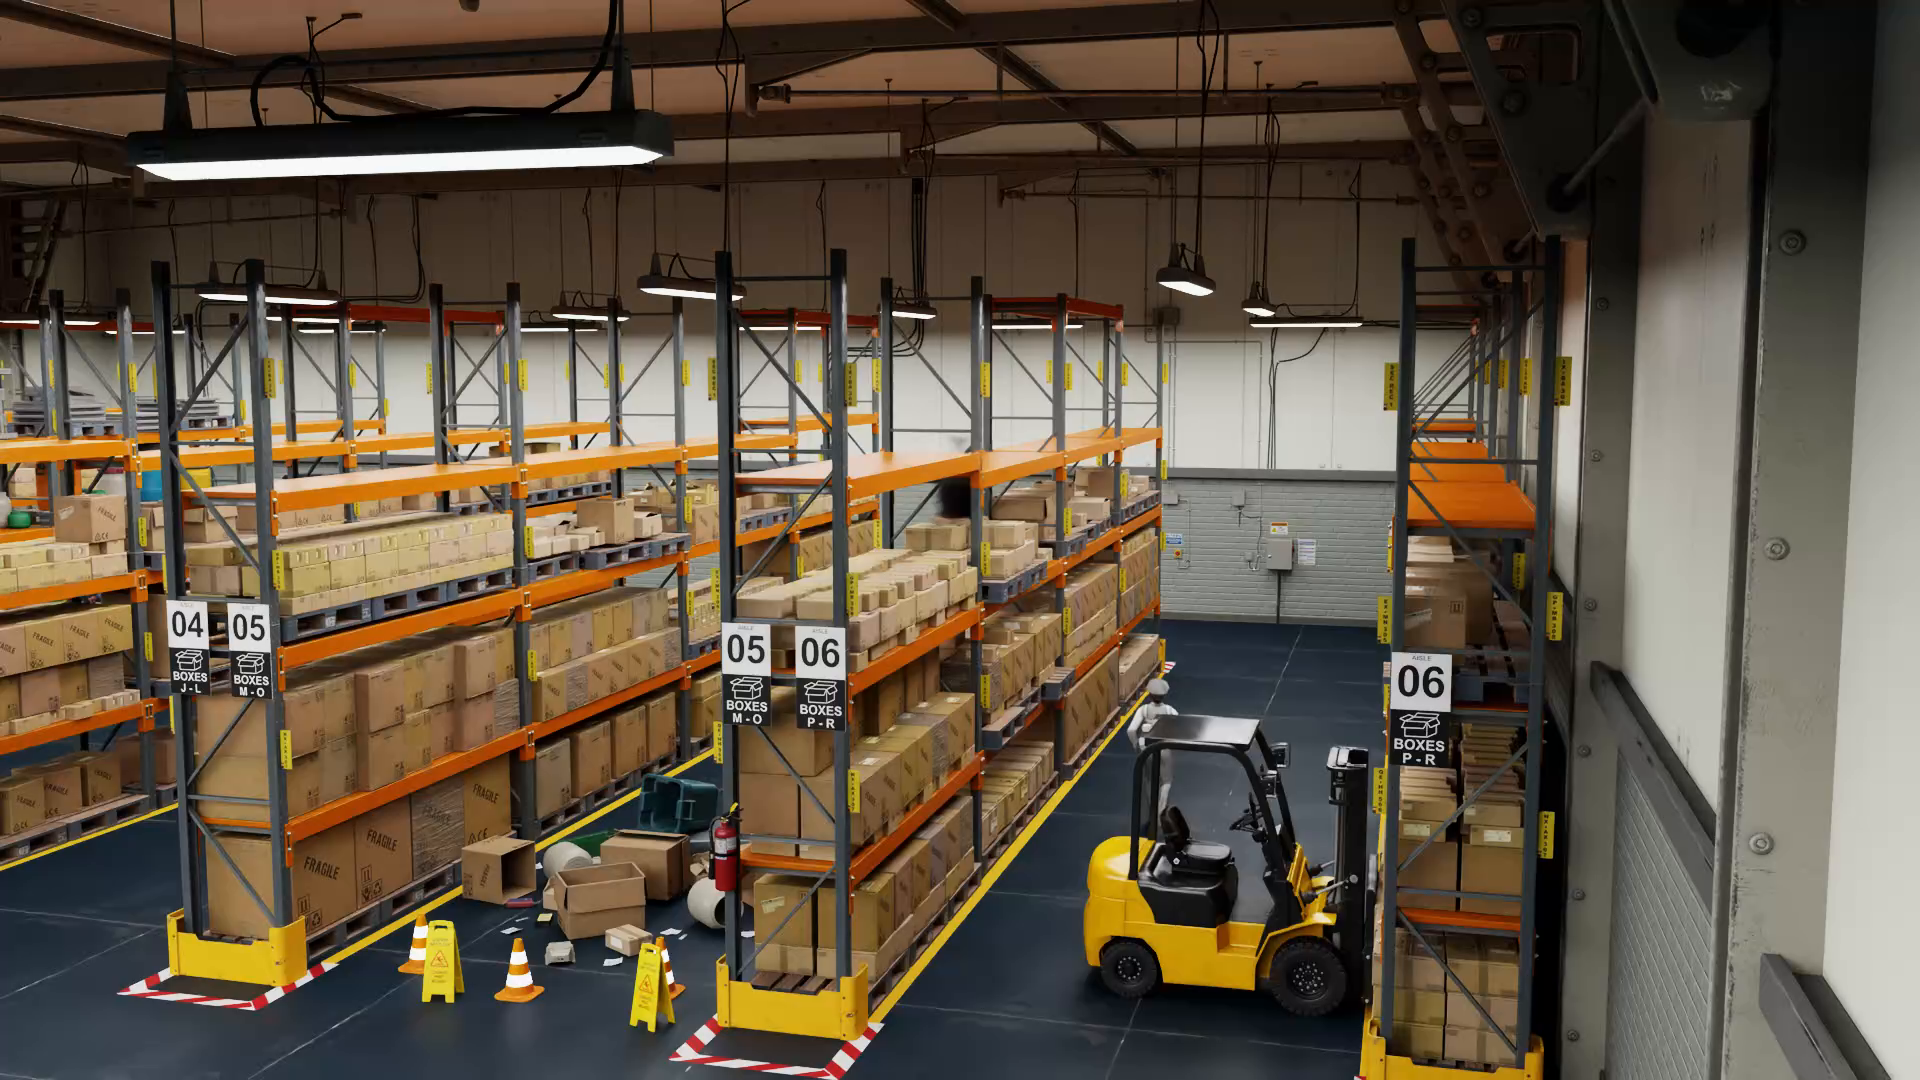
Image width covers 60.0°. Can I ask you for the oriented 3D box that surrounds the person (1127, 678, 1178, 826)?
[{"bbox_3d":[2.186,2.367,18.541,0.611,1.665,0.870,1,6,12],"label":"person"}]
